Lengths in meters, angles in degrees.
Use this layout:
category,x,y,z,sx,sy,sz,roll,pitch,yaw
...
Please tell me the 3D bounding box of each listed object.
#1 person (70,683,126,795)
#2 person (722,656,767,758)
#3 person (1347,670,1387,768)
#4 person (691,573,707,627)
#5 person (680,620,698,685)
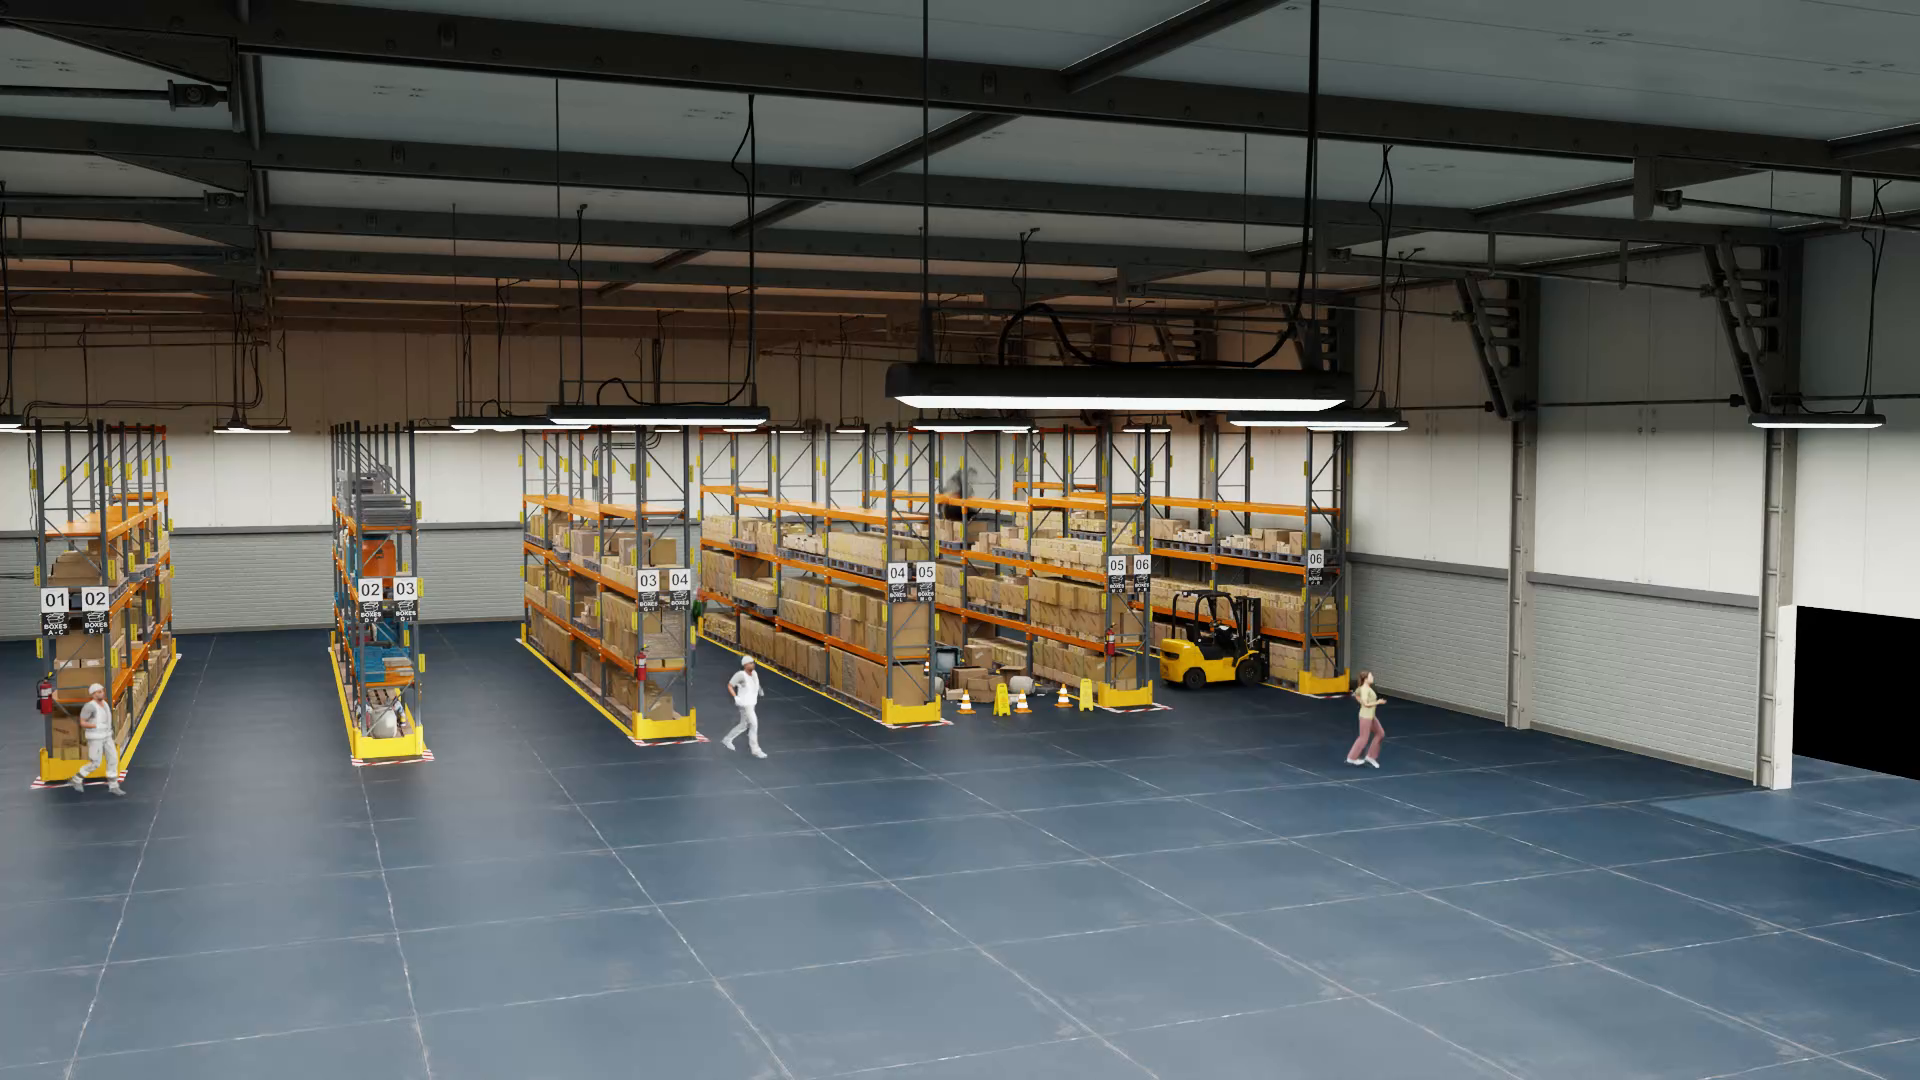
category,x,y,z,sx,sy,sz,roll,pitch,yaw
person,-13.717,3.174,26.424,0.874,1.806,0.678,0,4,3
person,-3.837,2.952,29.750,0.931,1.789,0.692,1,4,18
person,7.023,3.097,28.690,0.669,1.708,0.558,1,4,22
person,-7.718,1.794,49.242,0.531,1.738,0.852,-2,4,-25
person,-6.299,2.566,38.404,0.554,1.548,0.559,-2,4,-33
